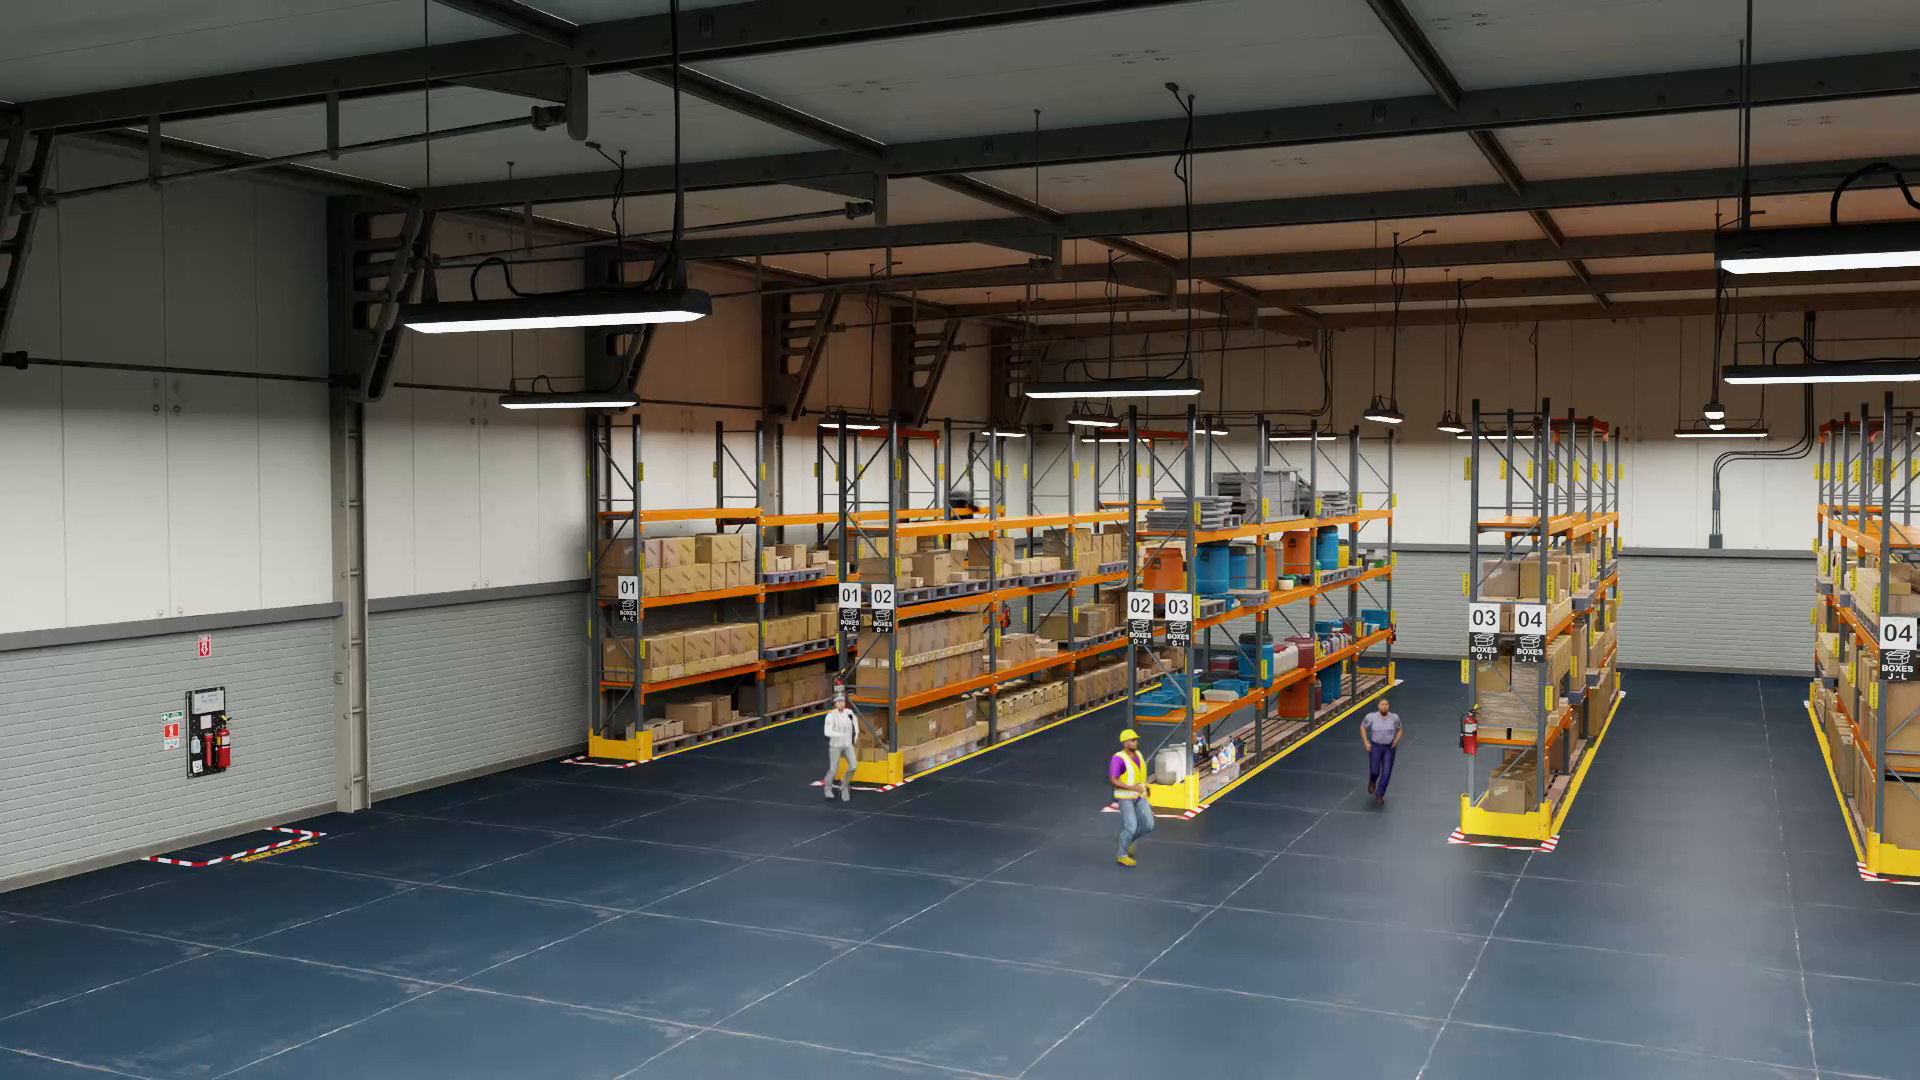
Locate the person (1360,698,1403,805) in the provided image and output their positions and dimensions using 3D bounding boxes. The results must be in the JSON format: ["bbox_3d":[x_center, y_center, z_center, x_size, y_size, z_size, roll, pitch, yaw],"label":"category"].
[{"bbox_3d":[6.373,3.177,25.098,0.618,1.607,0.538,0,2,5],"label":"person"}]

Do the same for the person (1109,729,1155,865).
[{"bbox_3d":[2.197,3.266,21.090,0.671,1.724,0.582,-2,3,-41],"label":"person"}]

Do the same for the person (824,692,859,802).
[{"bbox_3d":[-1.779,3.116,25.119,0.620,1.670,0.827,-1,3,-23],"label":"person"}]
